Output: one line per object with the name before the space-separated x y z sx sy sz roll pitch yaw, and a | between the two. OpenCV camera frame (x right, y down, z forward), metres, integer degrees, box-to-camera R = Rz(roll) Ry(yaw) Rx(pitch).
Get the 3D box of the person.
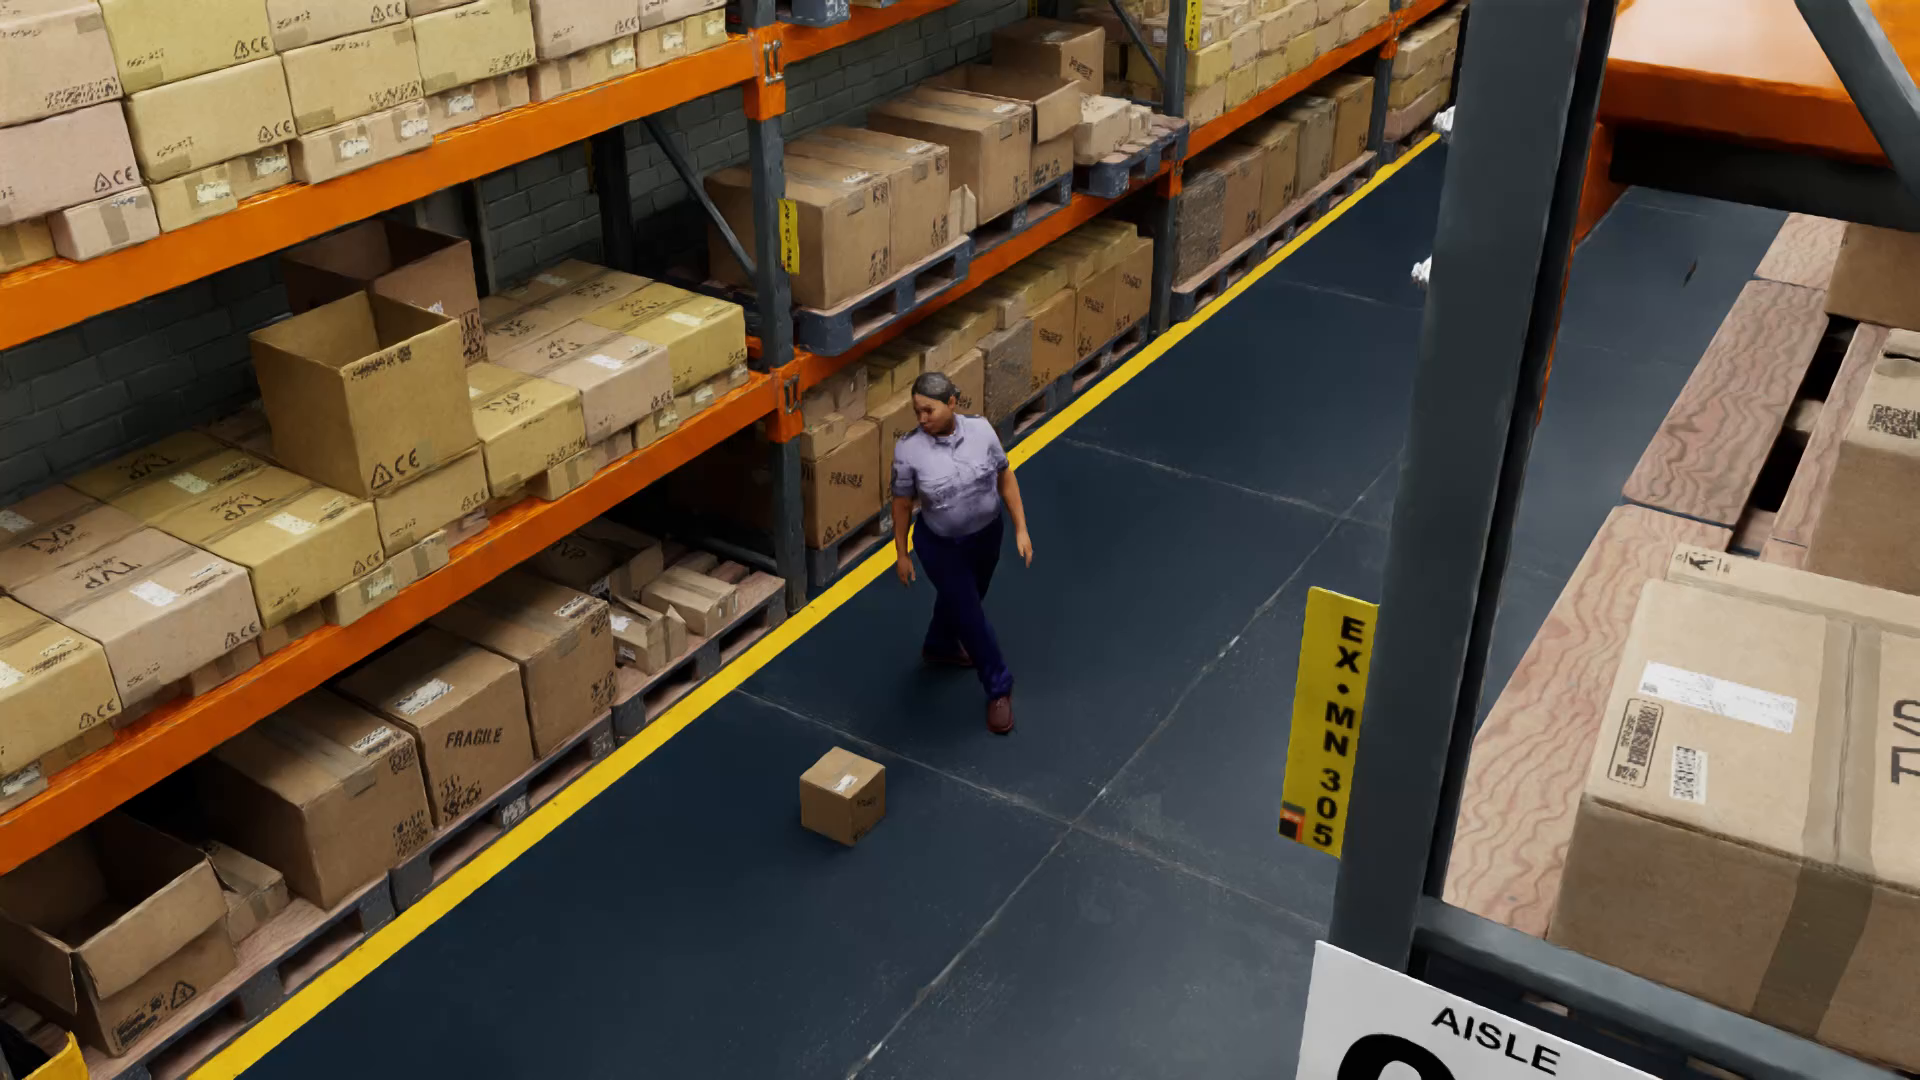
person | 0.006 0.023 7.142 0.527 1.617 0.686 -20 36 -30
